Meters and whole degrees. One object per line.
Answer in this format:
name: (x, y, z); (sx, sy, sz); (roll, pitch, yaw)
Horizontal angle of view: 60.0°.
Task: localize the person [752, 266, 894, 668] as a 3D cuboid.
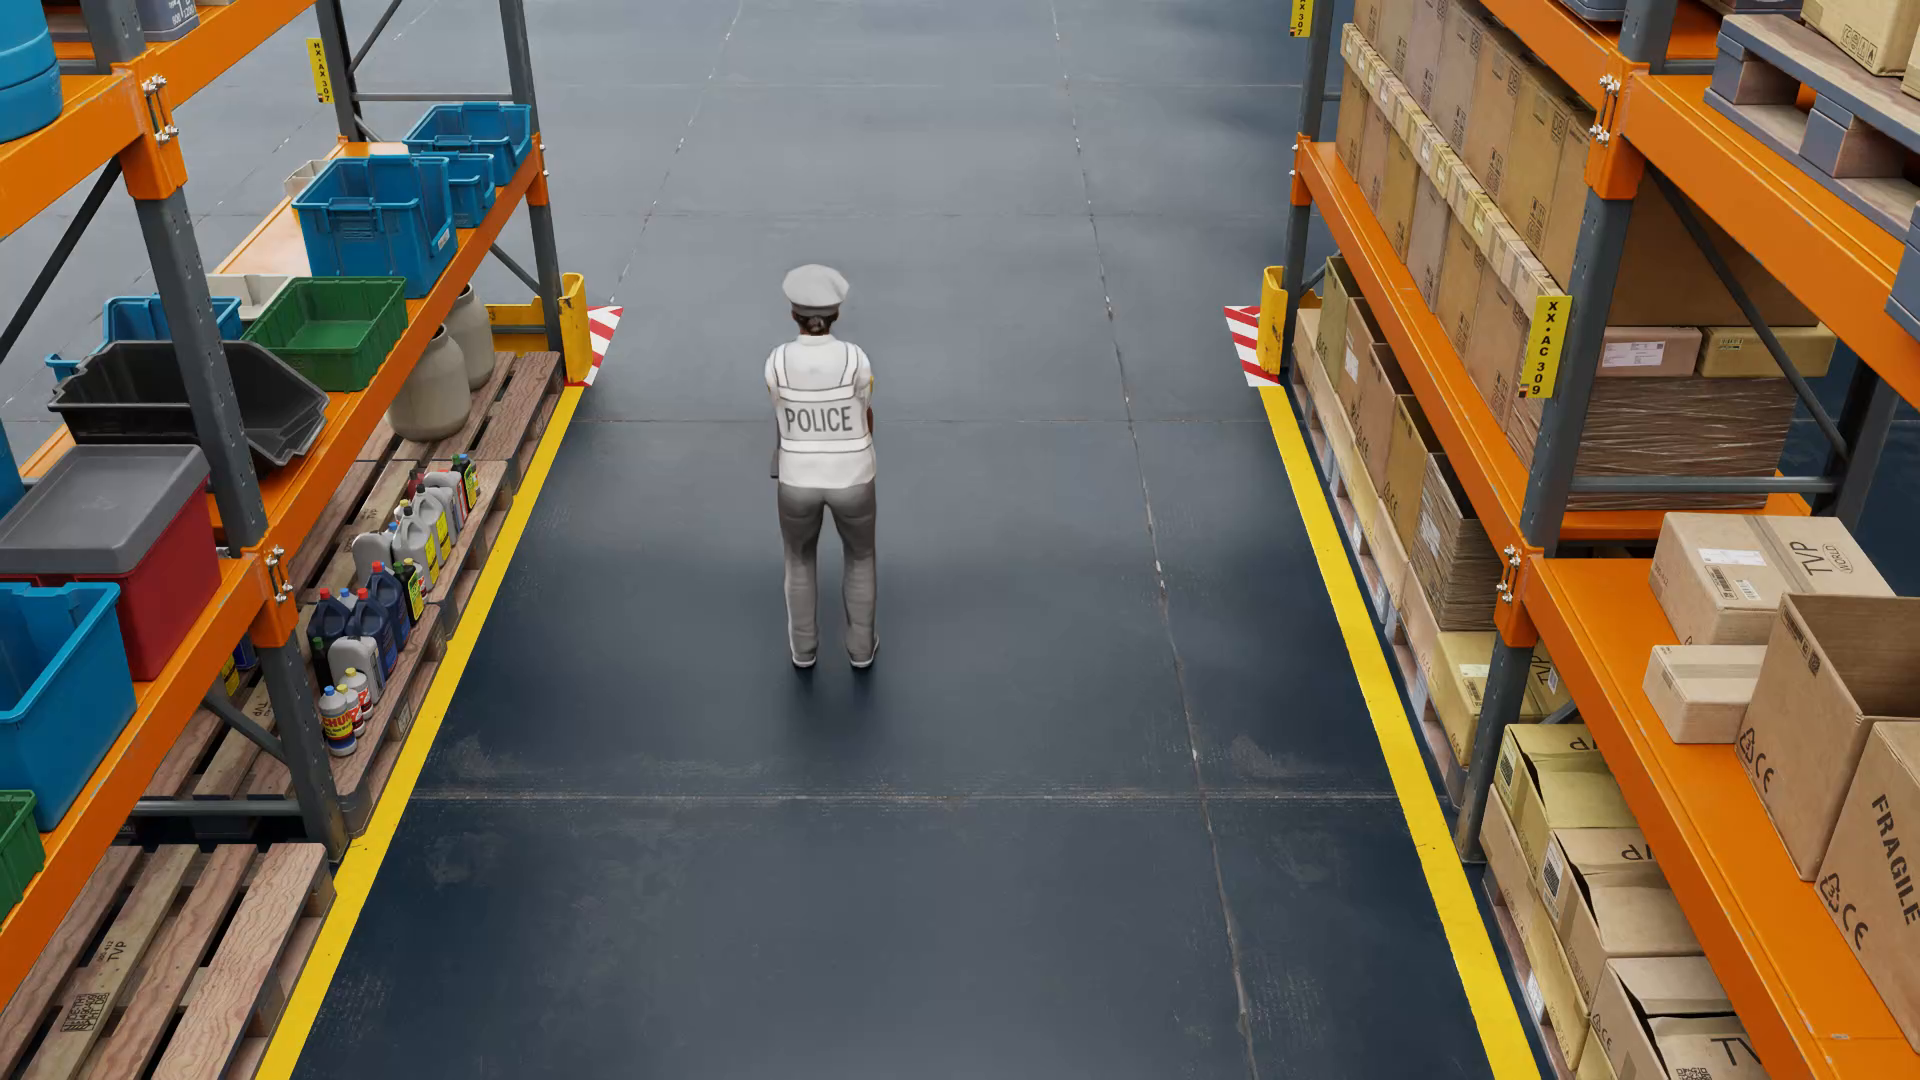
person: (-0.537, -0.232, 6.511); (0.526, 1.658, 0.396); (-2, 32, -3)
